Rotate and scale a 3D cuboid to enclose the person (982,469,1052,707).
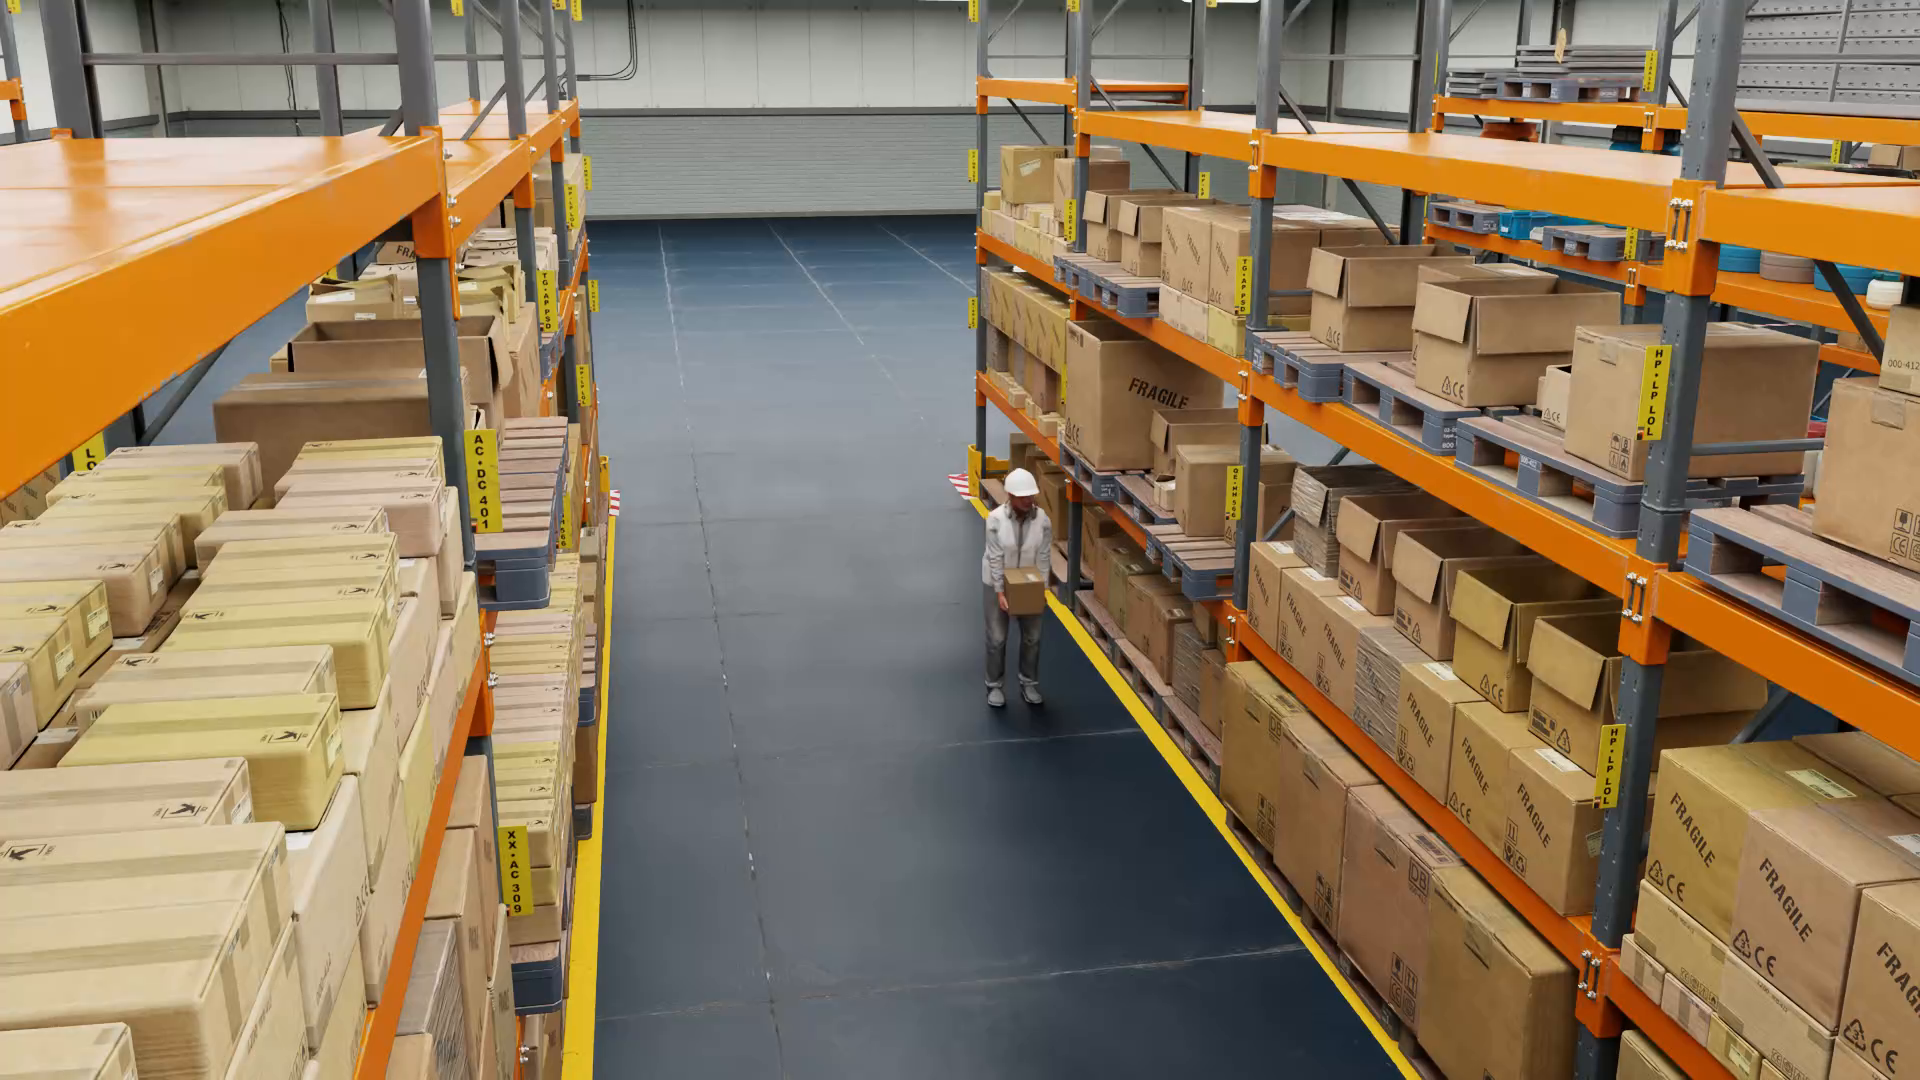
[{"bbox_3d":[0.415,0.341,11.858,0.484,1.756,0.582,-3,17,-11],"label":"person"}]
